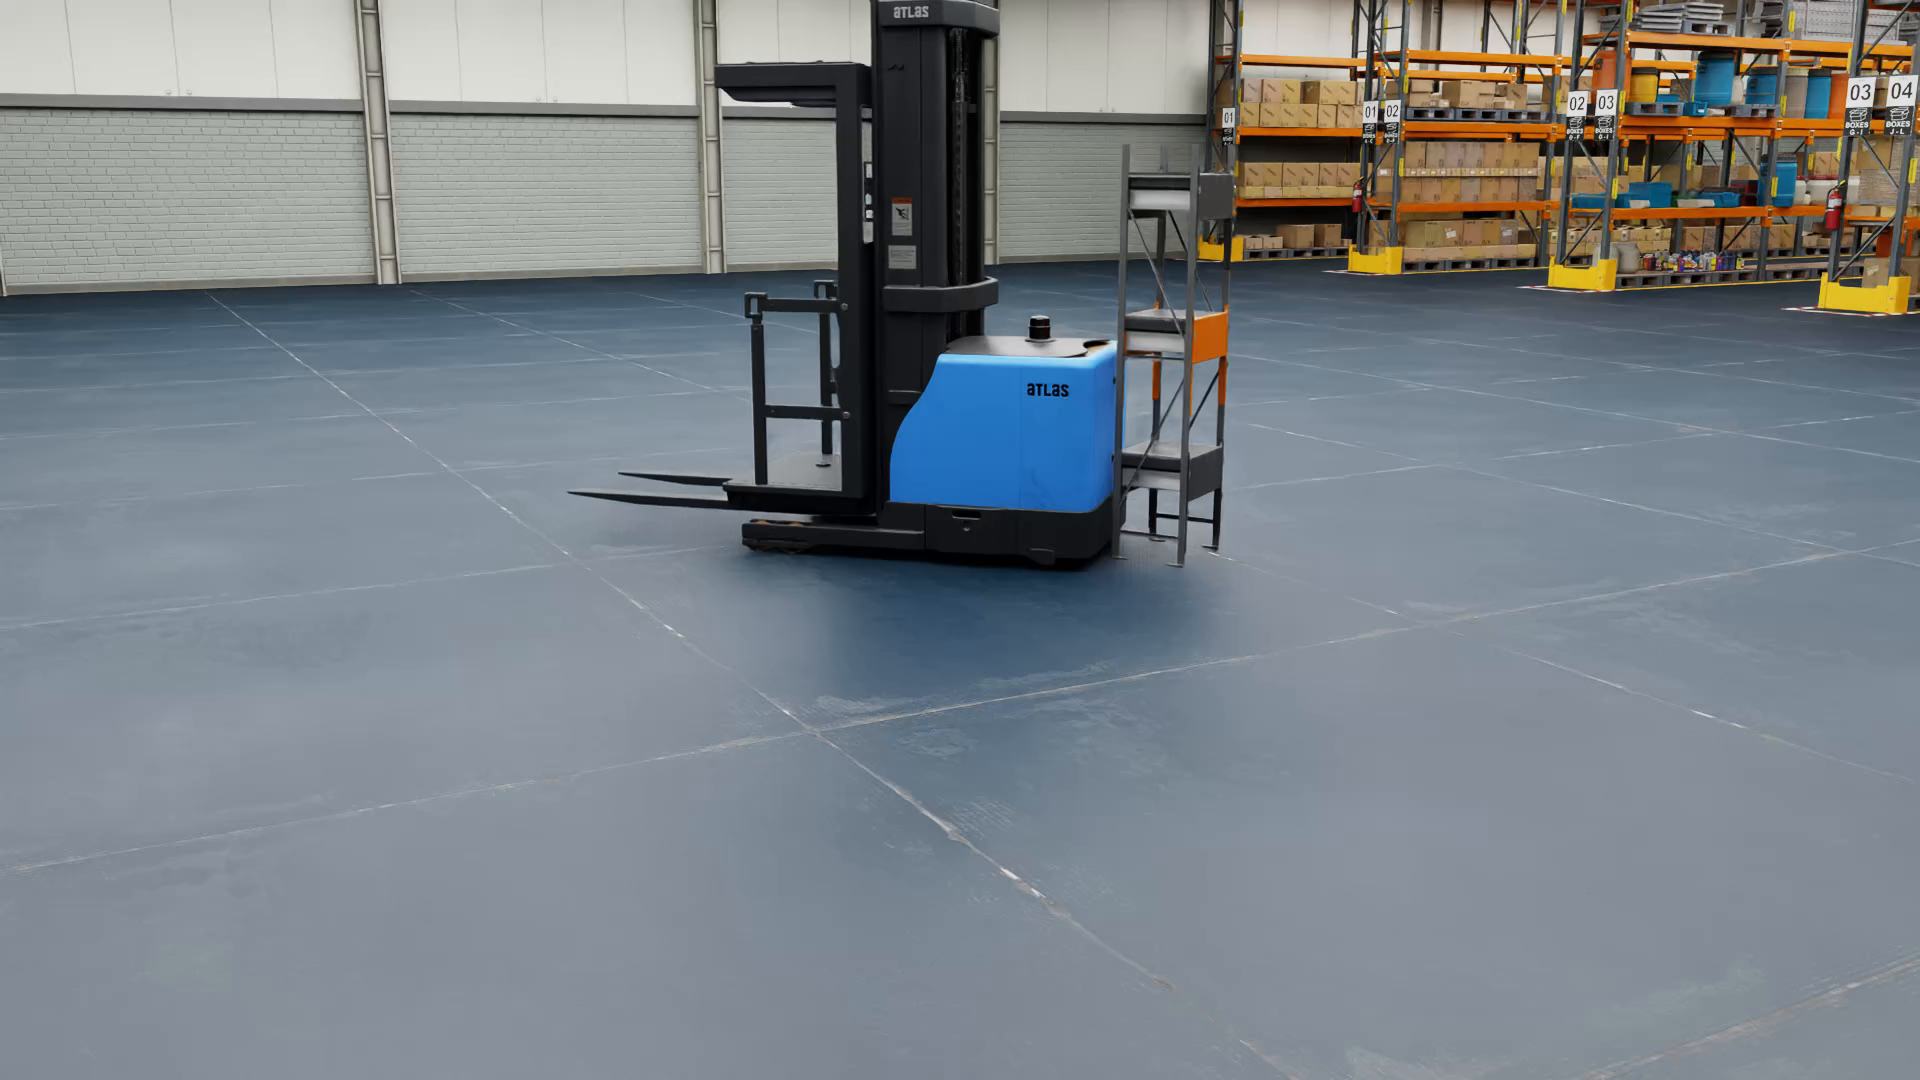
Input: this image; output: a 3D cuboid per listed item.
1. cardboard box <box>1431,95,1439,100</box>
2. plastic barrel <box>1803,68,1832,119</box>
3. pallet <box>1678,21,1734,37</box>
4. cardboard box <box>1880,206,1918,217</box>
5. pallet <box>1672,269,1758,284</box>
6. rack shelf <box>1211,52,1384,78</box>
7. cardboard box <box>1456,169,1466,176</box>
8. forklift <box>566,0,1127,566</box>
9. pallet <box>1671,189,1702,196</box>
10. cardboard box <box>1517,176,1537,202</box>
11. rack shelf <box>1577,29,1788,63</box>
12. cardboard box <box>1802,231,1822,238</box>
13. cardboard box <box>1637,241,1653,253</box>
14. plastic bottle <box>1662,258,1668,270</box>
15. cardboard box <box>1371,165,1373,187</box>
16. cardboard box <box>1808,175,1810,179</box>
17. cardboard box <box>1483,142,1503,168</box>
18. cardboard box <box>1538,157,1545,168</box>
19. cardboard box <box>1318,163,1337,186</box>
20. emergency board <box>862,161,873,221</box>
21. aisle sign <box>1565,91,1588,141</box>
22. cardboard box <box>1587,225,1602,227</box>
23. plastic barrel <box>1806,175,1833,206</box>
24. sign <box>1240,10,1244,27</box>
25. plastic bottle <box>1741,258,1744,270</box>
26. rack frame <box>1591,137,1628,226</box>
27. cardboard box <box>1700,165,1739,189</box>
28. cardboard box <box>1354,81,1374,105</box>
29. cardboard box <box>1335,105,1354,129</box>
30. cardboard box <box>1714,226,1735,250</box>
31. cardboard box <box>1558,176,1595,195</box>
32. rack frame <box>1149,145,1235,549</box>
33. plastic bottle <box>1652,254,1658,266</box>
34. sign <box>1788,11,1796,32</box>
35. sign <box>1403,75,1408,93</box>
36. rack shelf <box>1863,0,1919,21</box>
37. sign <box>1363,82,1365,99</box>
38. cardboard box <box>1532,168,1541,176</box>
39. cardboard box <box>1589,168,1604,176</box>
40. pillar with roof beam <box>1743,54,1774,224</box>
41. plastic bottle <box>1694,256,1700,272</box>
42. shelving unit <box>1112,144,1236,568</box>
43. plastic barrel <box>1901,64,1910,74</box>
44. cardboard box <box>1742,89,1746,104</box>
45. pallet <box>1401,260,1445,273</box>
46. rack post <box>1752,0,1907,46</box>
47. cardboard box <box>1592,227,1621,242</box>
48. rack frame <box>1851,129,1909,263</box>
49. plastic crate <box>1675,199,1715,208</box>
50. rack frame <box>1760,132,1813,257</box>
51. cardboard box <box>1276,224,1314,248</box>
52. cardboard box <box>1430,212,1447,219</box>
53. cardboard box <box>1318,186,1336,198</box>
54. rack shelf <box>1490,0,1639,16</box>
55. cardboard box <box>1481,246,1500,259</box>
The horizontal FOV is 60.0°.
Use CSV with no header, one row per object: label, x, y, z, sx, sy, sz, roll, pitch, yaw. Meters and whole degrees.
cardboard box,8.897,-8.472,32.158,0.500,0.250,0.500,-7,14,-28
plastic barrel,15.384,-8.044,30.045,0.708,0.901,0.600,-7,14,-28
pallet,12.111,-8.521,27.817,1.213,0.211,1.003,-7,14,-28
cardboard box,13.120,-4.589,23.240,0.250,0.149,0.380,-7,14,-28
pallet,13.284,-4.680,29.422,1.213,0.211,1.003,-7,14,-28
rack shelf,7.391,-10.376,36.364,4.000,0.370,1.077,-7,14,-28
cardboard box,9.589,-7.138,32.288,0.250,0.149,0.380,-7,14,-29
forklift,-0.657,-1.461,8.927,3.031,2.935,1.130,4,13,16
pallet,15.596,-7.470,35.906,1.003,0.211,1.213,-7,14,-28
cardboard box,11.137,-7.059,33.414,0.500,0.500,0.700,-7,15,-29
rack shelf,12.138,-8.273,27.924,4.000,0.370,1.077,-7,14,-28
cardboard box,19.568,-6.996,38.484,0.500,0.311,0.500,-7,14,-28
cardboard box,14.239,-6.185,35.064,0.500,0.250,0.500,-7,14,-29
plastic bottle,12.380,-4.844,29.174,0.097,0.201,0.097,0,13,0
cardboard box,9.610,-8.322,38.027,0.500,0.500,0.700,-7,14,-28
cardboard box,19.123,-7.949,37.371,0.500,0.500,0.500,-6,14,-26
cardboard box,10.254,-7.586,32.801,0.500,0.500,0.700,-7,14,-28
cardboard box,13.651,-9.057,39.863,0.500,0.250,0.500,-7,14,-29
cardboard box,7.997,-8.100,36.860,0.500,0.500,0.500,-7,15,-29
emergency board,-1.618,-6.948,33.149,0.643,1.169,0.194,-7,14,-28
aisle sign,10.177,-7.000,27.460,0.004,0.787,0.394,-7,14,-28
cardboard box,13.528,-6.507,35.219,0.500,0.311,0.500,-7,15,-29
plastic barrel,15.482,-6.305,29.982,0.433,0.535,0.433,0,13,0
sign,5.895,-10.908,34.773,0.005,0.325,0.100,-7,14,-28
plastic bottle,13.724,-4.854,29.217,0.097,0.201,0.097,0,13,0
rack frame,16.168,-8.854,41.617,0.127,3.000,1.000,-7,14,-28
cardboard box,16.427,-7.880,36.105,0.500,0.500,0.700,-4,13,-17
cardboard box,8.837,-9.917,36.959,0.500,0.500,0.500,-8,15,-33
cardboard box,8.372,-9.382,36.862,0.500,0.500,0.500,-8,15,-33
cardboard box,16.470,-6.574,36.181,0.500,0.500,0.500,-7,14,-29
cardboard box,12.668,-7.240,34.218,0.500,0.500,0.500,-6,14,-24
rack frame,1.215,-0.998,8.753,0.400,2.100,0.015,7,15,29
plastic bottle,12.141,-4.881,29.168,0.135,0.276,0.152,-7,15,-29
sign,14.147,-8.820,28.282,0.005,0.325,0.100,-7,14,-28
sign,8.273,-8.458,30.856,0.005,0.325,0.100,-7,14,-28
rack shelf,14.511,-7.512,23.639,4.000,0.370,1.077,-7,14,-28
sign,7.765,-8.600,31.821,0.005,0.325,0.100,-7,14,-28
cardboard box,11.387,-7.353,33.245,0.250,0.149,0.380,-7,14,-28
cardboard box,15.441,-8.904,40.893,0.500,0.500,0.500,-7,14,-27
pillar with roof beam,23.697,-11.822,41.145,0.548,9.000,9.100,-7,14,-28
plastic bottle,12.690,-4.764,28.658,0.097,0.271,0.097,0,13,0
shelving unit,1.094,-0.951,8.547,0.431,2.100,0.503,7,15,29
plastic barrel,17.904,-8.460,31.104,0.708,0.830,0.600,-7,14,-28
cardboard box,16.898,-9.485,36.182,0.600,0.600,0.600,-7,15,-30
pallet,8.664,-5.365,32.467,1.213,0.211,1.003,-7,14,-28
rack post,15.581,-9.351,29.708,3.121,1.000,1.013,-7,14,-28
cardboard box,13.354,-6.352,34.531,0.500,0.311,0.500,-6,14,-26
rack frame,17.404,-6.523,31.264,0.127,3.000,1.000,-7,14,-28
plastic crate,12.590,-5.754,28.447,0.437,0.136,0.530,-7,14,-28
rack frame,18.545,-7.899,37.377,0.127,3.000,1.000,-7,14,-28
cardboard box,7.454,-6.769,37.047,0.500,0.500,0.700,-8,15,-31
cardboard box,11.071,-7.605,39.053,0.500,0.250,0.500,-7,14,-28
cardboard box,8.001,-7.734,36.937,0.500,0.250,0.500,-7,14,-28
rack shelf,14.413,-12.840,39.738,4.000,0.370,1.077,-7,14,-28
cardboard box,10.346,-5.724,33.018,0.500,0.250,0.500,-7,14,-28
